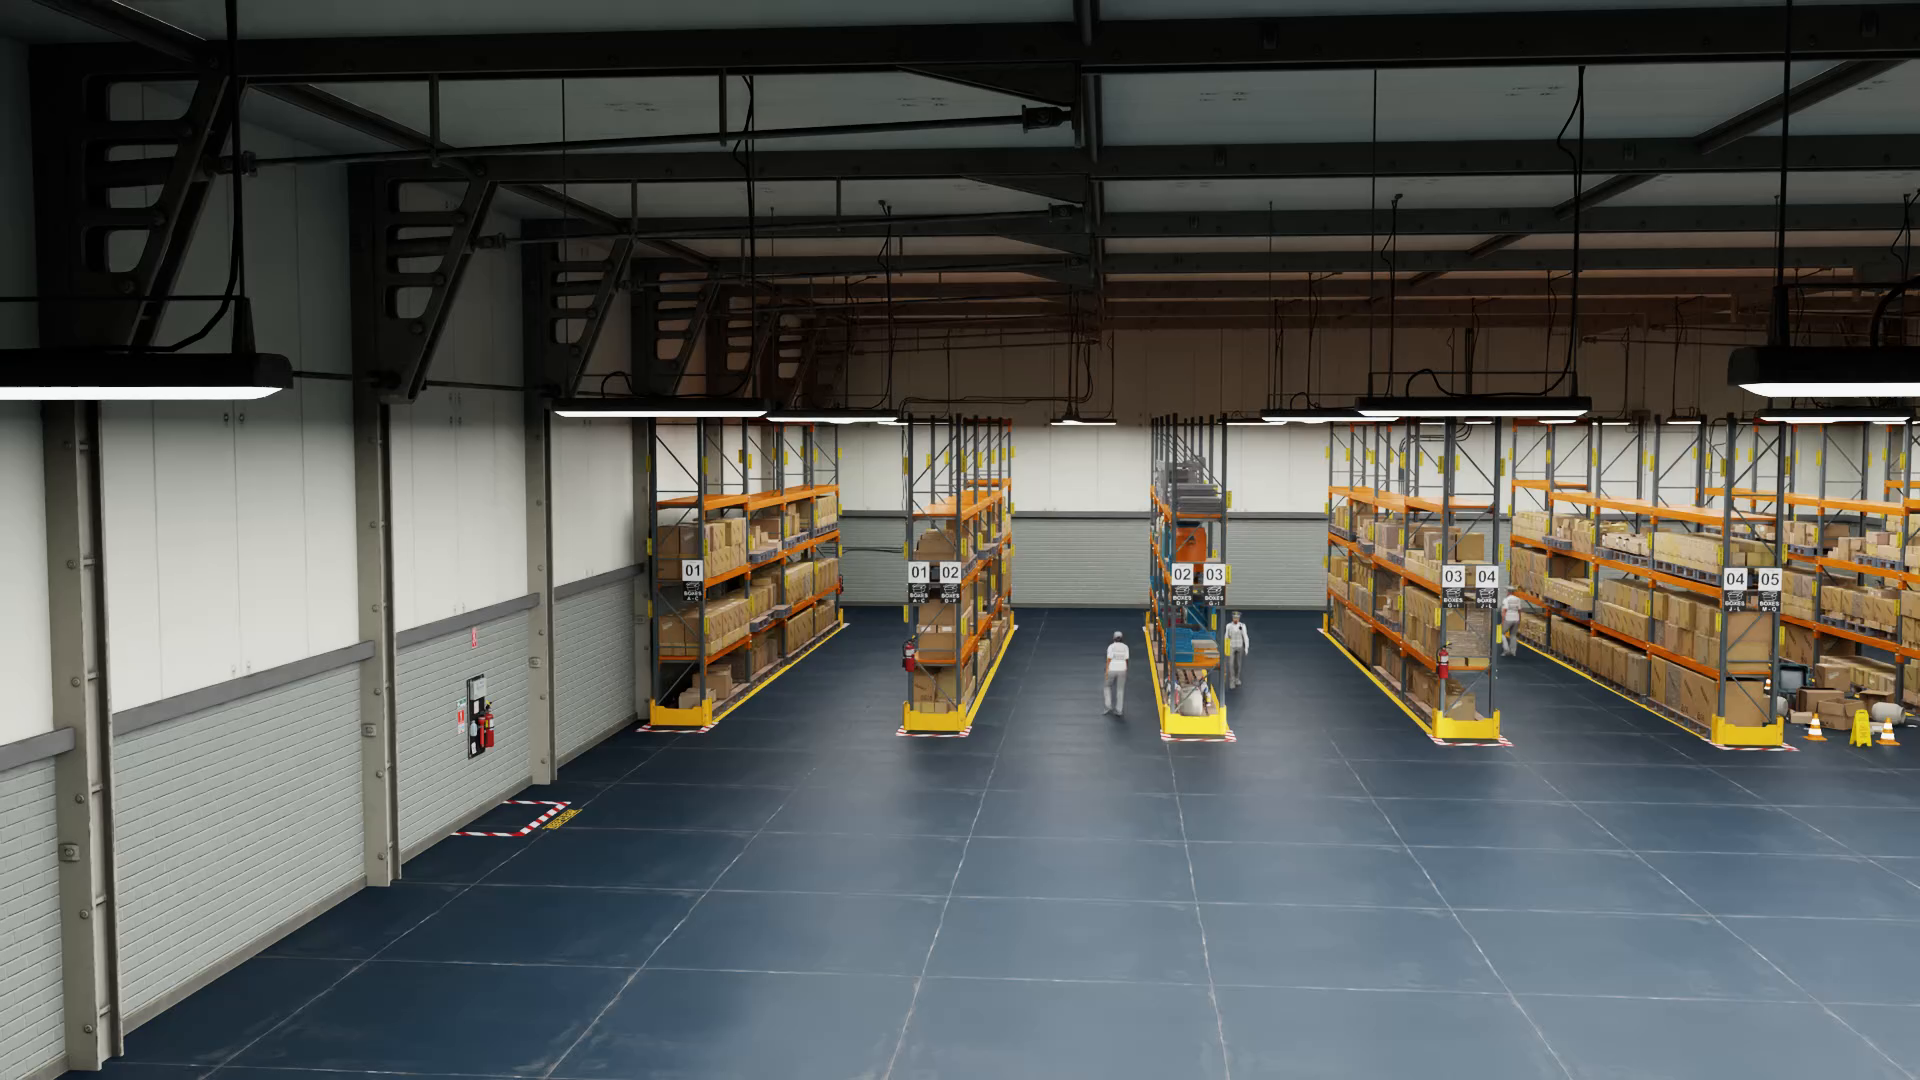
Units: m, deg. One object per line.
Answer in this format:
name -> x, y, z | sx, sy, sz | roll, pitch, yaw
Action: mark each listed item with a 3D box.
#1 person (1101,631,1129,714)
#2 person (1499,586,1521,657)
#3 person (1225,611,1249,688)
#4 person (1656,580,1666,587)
person -> 3.105, 2.663, 33.196 | 0.554, 1.689, 0.479 | 0, 4, -4
person -> 13.807, 2.056, 41.732 | 0.576, 1.801, 0.400 | -1, 4, -20
person -> 6.126, 2.424, 36.865 | 0.530, 1.691, 0.626 | 0, 4, 5
person -> 20.736, 1.586, 49.152 | 0.802, 1.644, 0.446 | -1, 4, -14
